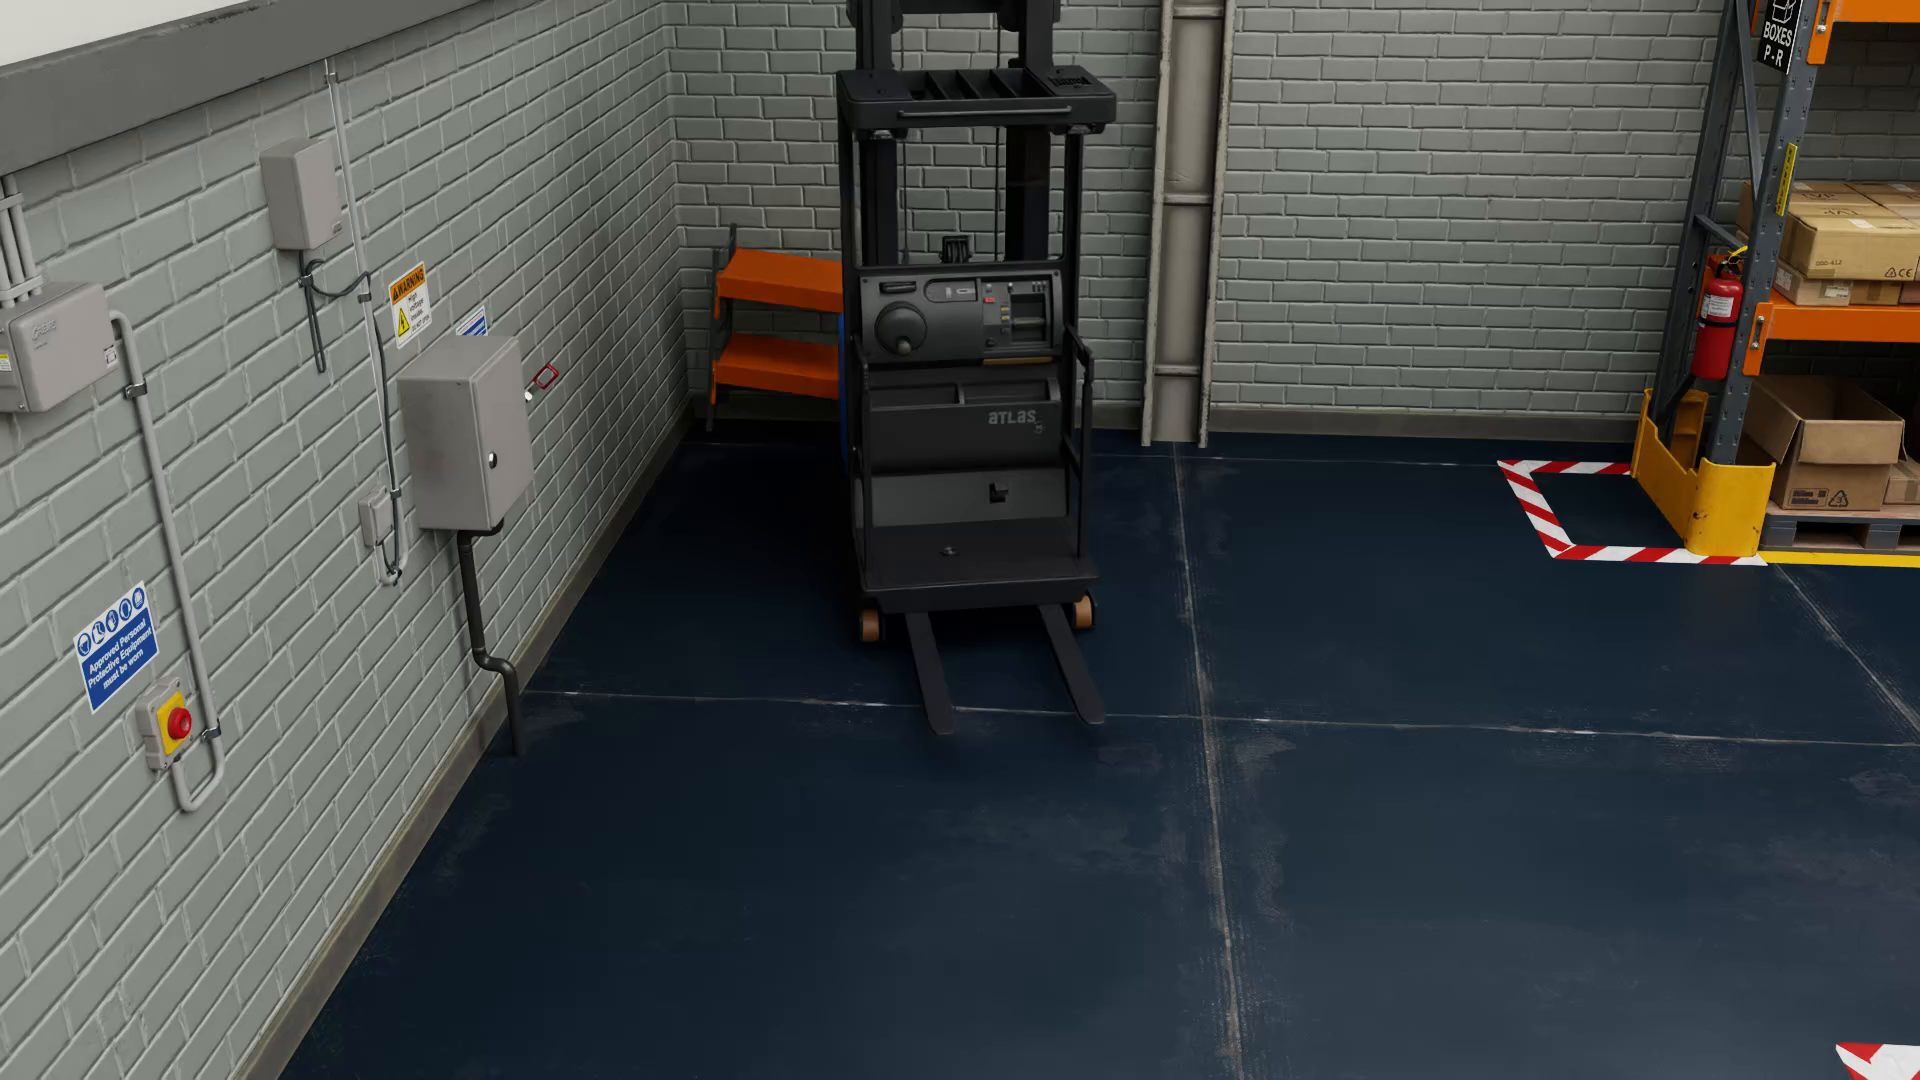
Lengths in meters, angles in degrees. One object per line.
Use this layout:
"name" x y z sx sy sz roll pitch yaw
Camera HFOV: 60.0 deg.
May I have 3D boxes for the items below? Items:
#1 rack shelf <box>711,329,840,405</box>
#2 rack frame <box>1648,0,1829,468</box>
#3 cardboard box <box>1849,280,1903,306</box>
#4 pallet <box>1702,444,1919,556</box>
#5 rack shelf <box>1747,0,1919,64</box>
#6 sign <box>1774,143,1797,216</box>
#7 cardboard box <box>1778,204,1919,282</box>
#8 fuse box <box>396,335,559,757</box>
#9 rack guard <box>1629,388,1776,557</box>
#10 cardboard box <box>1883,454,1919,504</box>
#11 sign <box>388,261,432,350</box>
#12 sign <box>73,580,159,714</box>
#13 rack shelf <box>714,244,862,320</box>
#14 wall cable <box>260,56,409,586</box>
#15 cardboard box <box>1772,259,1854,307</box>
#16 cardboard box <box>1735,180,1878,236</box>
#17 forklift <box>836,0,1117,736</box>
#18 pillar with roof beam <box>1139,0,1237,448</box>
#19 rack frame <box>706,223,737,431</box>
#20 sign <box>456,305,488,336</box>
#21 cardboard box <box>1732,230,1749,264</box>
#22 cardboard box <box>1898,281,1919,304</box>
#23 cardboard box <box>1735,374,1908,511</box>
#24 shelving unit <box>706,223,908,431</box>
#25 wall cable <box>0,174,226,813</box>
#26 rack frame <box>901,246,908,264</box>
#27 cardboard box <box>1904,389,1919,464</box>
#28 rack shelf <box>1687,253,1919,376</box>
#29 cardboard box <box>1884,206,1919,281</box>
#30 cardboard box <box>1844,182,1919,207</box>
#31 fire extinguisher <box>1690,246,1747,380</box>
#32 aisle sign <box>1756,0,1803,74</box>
"rack shelf" -0.931 -0.970 9.911 1.000 0.278 0.538 8 29 2
"rack frame" 3.913 -1.523 8.472 0.127 3.000 1.000 2 25 4
"cardboard box" 4.477 -1.295 8.277 0.250 0.149 0.380 2 25 5
"pallet" 4.784 -0.229 8.995 1.213 0.211 1.003 2 25 4
"rack shelf" 5.907 -2.495 7.856 4.000 0.370 1.077 2 25 4
"sign" 3.871 -1.690 7.799 0.005 0.325 0.100 2 25 4
"cardboard box" 4.345 -1.463 8.165 0.500 0.250 0.500 2 25 4
"fuse box" -1.781 0.089 6.509 0.414 1.711 0.539 2 25 4
"rack guard" 3.989 -0.385 8.989 0.348 0.500 1.175 2 25 4
"cardboard box" 4.936 -0.330 8.787 0.250 0.149 0.380 1 25 2
"sign" -1.992 -0.855 6.031 0.001 0.242 0.339 2 25 4
"sign" -2.152 0.270 4.251 0.001 0.218 0.327 2 25 4
"rack shelf" -0.872 -1.436 9.651 1.000 0.278 0.538 8 29 2
"wall cable" -1.990 -0.678 5.420 0.122 1.984 0.588 2 25 4
"cardboard box" 4.220 -1.284 8.253 0.250 0.149 0.380 2 25 4
"cardboard box" 4.392 -1.686 8.649 0.500 0.250 0.500 3 25 6
"forklift" 0.040 -1.008 7.434 1.130 2.935 3.031 -3 25 -7
"pillar with roof beam" 0.964 -2.916 4.322 0.400 9.000 9.100 2 25 4
"rack frame" -1.407 -1.253 9.807 0.032 1.125 0.500 8 29 2
"sign" -1.950 -0.665 6.721 0.001 0.494 0.329 2 25 4
"cardboard box" 4.264 -1.510 8.744 0.250 0.149 0.380 2 25 3
"cardboard box" 4.741 -1.301 8.290 0.250 0.149 0.380 2 25 3
"cardboard box" 4.515 -0.521 8.778 0.637 0.503 0.797 1 25 2
"shelving unit" -0.904 -1.182 9.793 1.048 1.125 0.538 8 29 2
"wall cable" -2.087 -0.101 4.128 0.123 1.953 0.585 2 25 4
"rack frame" -0.401 -1.112 9.779 0.032 1.125 0.500 8 29 2
"cardboard box" 5.365 -0.476 8.684 0.500 0.500 0.700 3 25 6
"rack shelf" 5.907 -1.132 8.483 4.000 0.370 1.077 2 25 4
"cardboard box" 4.847 -1.447 8.131 0.500 0.250 0.500 2 25 5
"cardboard box" 4.906 -1.669 8.613 0.500 0.250 0.500 2 25 4
"fire extinguisher" 3.731 -1.131 8.158 0.183 0.674 0.296 2 25 4
"aisle sign" 3.822 -2.584 7.667 0.004 0.787 0.394 2 25 4
